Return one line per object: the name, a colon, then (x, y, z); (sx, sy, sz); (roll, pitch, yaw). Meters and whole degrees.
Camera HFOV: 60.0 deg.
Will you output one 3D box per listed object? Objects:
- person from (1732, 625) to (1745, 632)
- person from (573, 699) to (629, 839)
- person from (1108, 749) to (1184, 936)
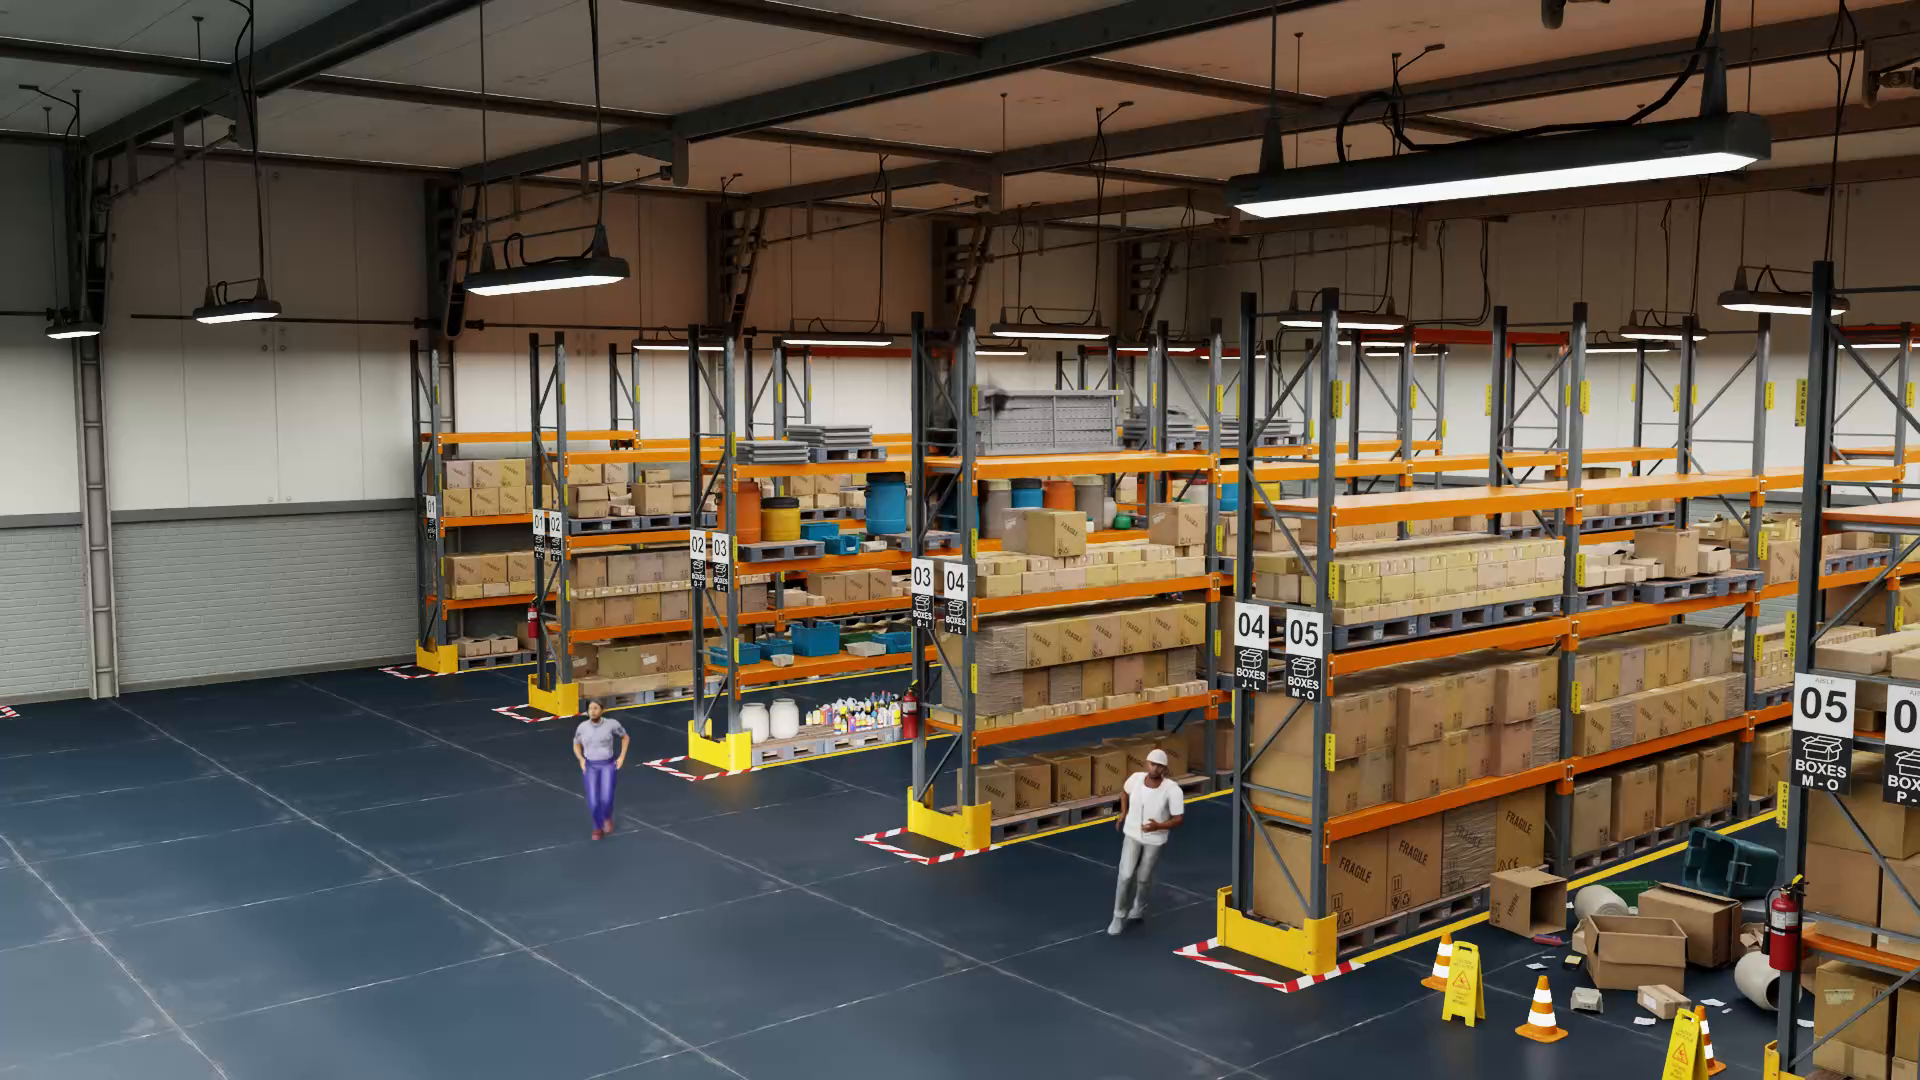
person: (5.475, 0.595, 31.039); (1.010, 3.424, 18.714); (-4, 7, -40)
person: (2.543, 2.767, 17.349); (13.787, 1.612, 4.207); (0, 5, -2)
person: (1.778, 2.854, 15.760); (0.675, 1.796, 0.697); (2, 6, 18)
